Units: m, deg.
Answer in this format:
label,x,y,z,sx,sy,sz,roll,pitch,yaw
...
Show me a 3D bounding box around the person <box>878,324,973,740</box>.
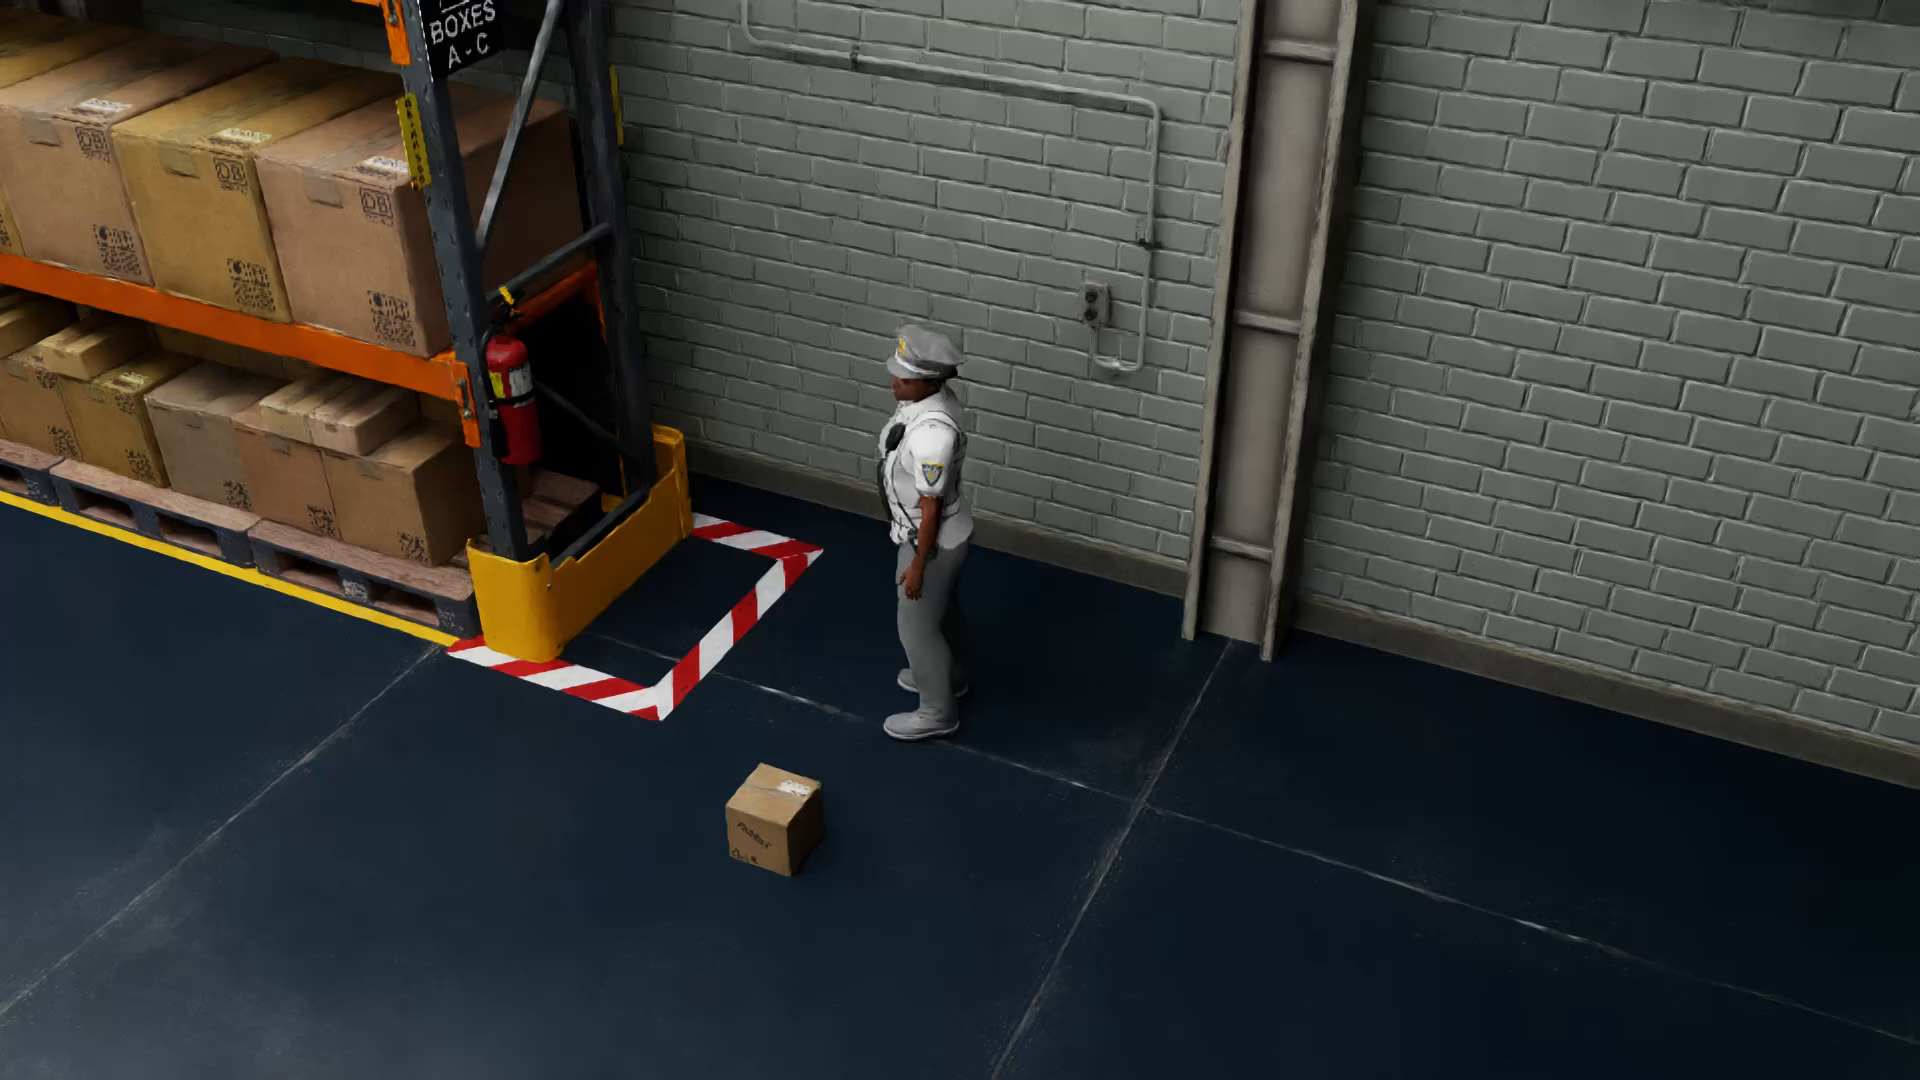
label,x,y,z,sx,sy,sz,roll,pitch,yaw
person,-7.011,1.305,4.027,14.169,1.822,5.272,0,34,0
